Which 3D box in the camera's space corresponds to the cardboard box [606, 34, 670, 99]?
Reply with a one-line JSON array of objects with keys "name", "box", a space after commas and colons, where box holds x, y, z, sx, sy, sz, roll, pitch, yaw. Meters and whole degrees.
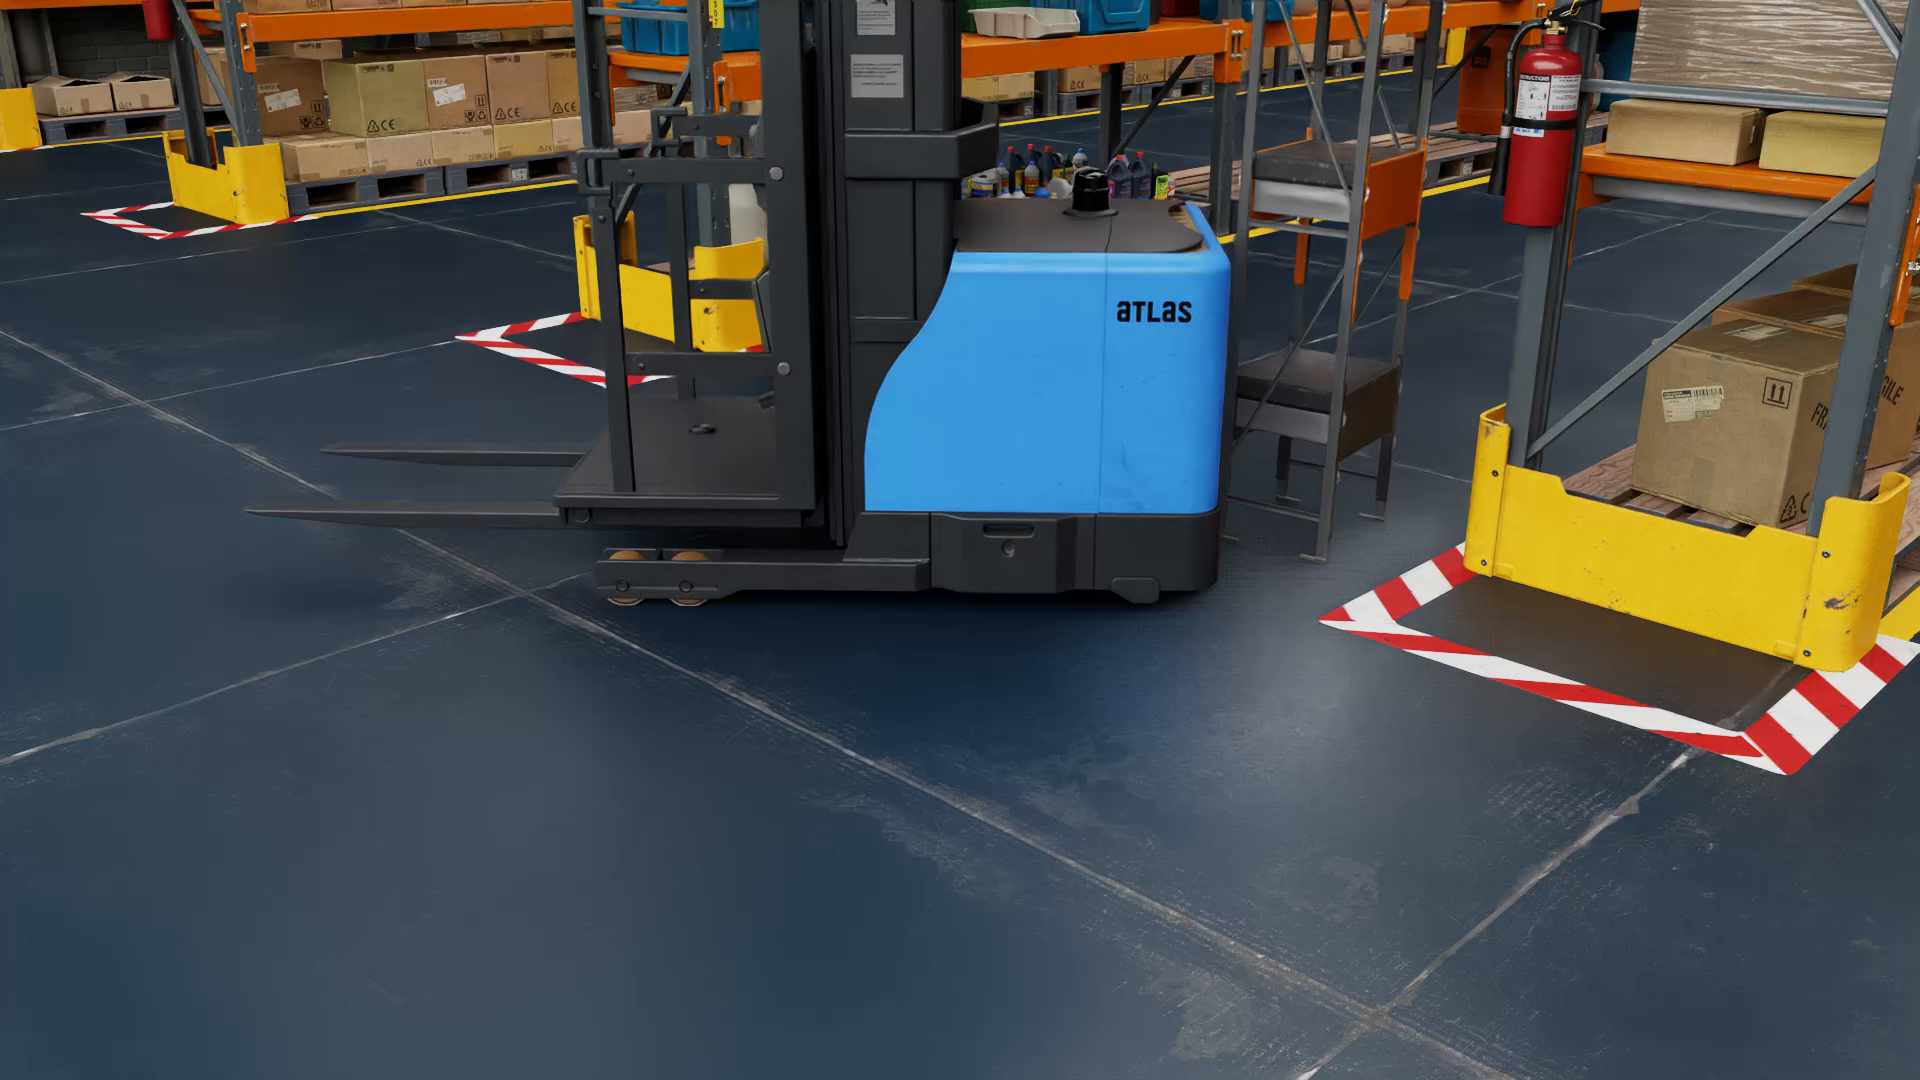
[{"name": "cardboard box", "box": [-2.772, -3.924, 13.804, 0.500, 0.500, 0.500, 19, 28, 41]}]

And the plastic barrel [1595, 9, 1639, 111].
[{"name": "plastic barrel", "box": [6.017, -4.417, 15.224, 0.600, 0.901, 0.708, 19, 28, 41]}]

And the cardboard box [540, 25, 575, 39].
[{"name": "cardboard box", "box": [-4.565, -5.439, 18.416, 0.700, 0.500, 0.500, 20, 28, 41]}]

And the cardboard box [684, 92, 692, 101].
[{"name": "cardboard box", "box": [-2.143, -3.794, 14.511, 0.500, 0.250, 0.500, 19, 28, 40]}]

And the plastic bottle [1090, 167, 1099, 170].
[{"name": "plastic bottle", "box": [0.822, -2.139, 10.141, 0.152, 0.276, 0.135, 19, 28, 41]}]

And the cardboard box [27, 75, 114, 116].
[{"name": "cardboard box", "box": [-8.019, -4.018, 14.982, 0.500, 0.311, 0.500, 15, 26, 35]}]

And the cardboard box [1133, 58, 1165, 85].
[{"name": "cardboard box", "box": [1.803, -5.078, 17.476, 0.500, 0.500, 0.500, 19, 28, 40]}]

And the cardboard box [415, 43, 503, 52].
[{"name": "cardboard box", "box": [-3.817, -3.538, 12.799, 0.500, 0.500, 0.500, 19, 28, 41]}]

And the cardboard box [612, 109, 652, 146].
[{"name": "cardboard box", "box": [-2.747, -3.315, 13.264, 0.500, 0.250, 0.500, 19, 28, 41]}]

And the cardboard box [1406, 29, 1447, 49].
[{"name": "cardboard box", "box": [5.944, -6.624, 21.498, 0.500, 0.500, 0.500, 19, 28, 41]}]

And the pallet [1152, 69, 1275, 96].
[{"name": "pallet", "box": [2.816, -5.238, 18.909, 1.003, 0.211, 1.213, 19, 28, 41]}]

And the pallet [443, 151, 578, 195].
[{"name": "pallet", "box": [-3.660, -2.891, 12.803, 1.003, 0.211, 1.213, 19, 28, 41]}]

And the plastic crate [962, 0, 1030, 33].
[{"name": "plastic crate", "box": [0.173, -3.084, 9.713, 0.450, 0.188, 0.662, 19, 28, 41]}]

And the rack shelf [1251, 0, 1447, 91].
[{"name": "rack shelf", "box": [1.186, -1.659, 5.036, 0.431, 0.518, 0.480, 15, 25, 32]}]

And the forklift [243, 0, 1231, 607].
[{"name": "forklift", "box": [-0.716, -1.353, 5.009, 3.031, 2.935, 1.130, 1, 21, 2]}]

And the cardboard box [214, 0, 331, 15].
[{"name": "cardboard box", "box": [-4.680, -3.837, 11.238, 0.700, 0.500, 0.500, 19, 28, 41]}]

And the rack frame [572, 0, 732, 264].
[{"name": "rack frame", "box": [-1.468, -2.433, 7.724, 1.000, 3.000, 0.127, 19, 28, 41]}]

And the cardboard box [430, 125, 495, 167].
[{"name": "cardboard box", "box": [-3.786, -2.926, 12.254, 0.500, 0.250, 0.500, 19, 28, 41]}]

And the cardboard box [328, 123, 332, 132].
[{"name": "cardboard box", "box": [-4.512, -2.930, 12.263, 0.500, 0.250, 0.500, 19, 28, 41]}]

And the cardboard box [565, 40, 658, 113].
[{"name": "cardboard box", "box": [-2.748, -3.665, 13.131, 0.500, 0.500, 0.500, 19, 28, 41]}]

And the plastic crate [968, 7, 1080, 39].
[{"name": "plastic crate", "box": [0.371, -2.857, 9.195, 0.530, 0.136, 0.437, 19, 28, 41]}]

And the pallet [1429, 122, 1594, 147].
[{"name": "pallet", "box": [4.633, -3.401, 14.129, 1.003, 0.211, 1.213, 19, 28, 41]}]

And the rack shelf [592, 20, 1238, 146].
[{"name": "rack shelf", "box": [-0.073, -2.611, 9.190, 1.077, 0.370, 4.000, 19, 28, 41]}]

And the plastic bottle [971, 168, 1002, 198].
[{"name": "plastic bottle", "box": [0.157, -2.103, 10.049, 0.152, 0.276, 0.135, 19, 28, 41]}]

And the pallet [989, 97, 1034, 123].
[{"name": "pallet", "box": [-0.036, -4.227, 16.277, 1.003, 0.211, 1.213, 19, 28, 41]}]

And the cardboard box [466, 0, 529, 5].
[{"name": "cardboard box", "box": [-3.602, -4.236, 12.275, 0.500, 0.500, 0.700, -19, 28, -40]}]

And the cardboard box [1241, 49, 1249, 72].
[{"name": "cardboard box", "box": [2.867, -5.473, 18.505, 0.500, 0.500, 0.500, 19, 28, 41]}]

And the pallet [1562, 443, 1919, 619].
[{"name": "pallet", "box": [2.726, -0.111, 5.570, 1.003, 0.211, 1.213, 19, 28, 41]}]

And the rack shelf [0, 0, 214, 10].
[{"name": "rack shelf", "box": [-7.171, -5.091, 15.641, 1.077, 0.370, 4.000, 19, 28, 41]}]

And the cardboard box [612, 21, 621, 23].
[{"name": "cardboard box", "box": [-3.893, -6.029, 18.904, 0.500, 0.250, 0.500, -20, 28, -41]}]

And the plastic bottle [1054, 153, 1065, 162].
[{"name": "plastic bottle", "box": [0.580, -2.333, 10.647, 0.135, 0.276, 0.152, -19, 28, -40]}]

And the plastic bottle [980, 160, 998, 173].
[{"name": "plastic bottle", "box": [0.185, -2.215, 10.328, 0.133, 0.283, 0.061, -19, 28, -40]}]

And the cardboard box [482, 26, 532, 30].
[{"name": "cardboard box", "box": [-4.970, -5.637, 17.885, 0.500, 0.250, 0.500, 19, 28, 40]}]

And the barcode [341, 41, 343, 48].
[{"name": "barcode", "box": [-6.325, -5.050, 16.957, 0.001, 0.075, 0.075, 19, 28, 41]}]

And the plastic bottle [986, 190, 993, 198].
[{"name": "plastic bottle", "box": [0.191, -1.812, 9.281, 0.133, 0.283, 0.061, -20, 28, -41]}]

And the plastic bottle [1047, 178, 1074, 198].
[{"name": "plastic bottle", "box": [0.604, -1.984, 9.740, 0.135, 0.276, 0.152, -20, 28, -41]}]

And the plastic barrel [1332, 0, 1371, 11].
[{"name": "plastic barrel", "box": [2.659, -3.904, 11.362, 0.433, 0.535, 0.433, 0, 21, 0]}]

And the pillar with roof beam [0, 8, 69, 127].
[{"name": "pillar with roof beam", "box": [-5.613, -7.032, 11.327, 9.100, 9.000, 0.400, 19, 28, 41]}]

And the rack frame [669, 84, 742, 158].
[{"name": "rack frame", "box": [-2.224, -4.702, 13.627, 1.000, 3.000, 0.127, 19, 28, 41]}]

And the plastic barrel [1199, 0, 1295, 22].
[{"name": "plastic barrel", "box": [1.809, -3.719, 10.370, 0.600, 0.901, 0.708, 19, 28, 41]}]

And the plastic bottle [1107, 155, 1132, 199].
[{"name": "plastic bottle", "box": [0.946, -2.143, 10.048, 0.144, 0.351, 0.185, 18, 27, 38]}]

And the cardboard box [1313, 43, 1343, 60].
[{"name": "cardboard box", "box": [4.401, -5.920, 20.131, 0.380, 0.166, 0.250, 19, 28, 41]}]

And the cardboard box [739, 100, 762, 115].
[{"name": "cardboard box", "box": [-1.765, -3.656, 14.153, 0.500, 0.250, 0.500, 18, 28, 39]}]

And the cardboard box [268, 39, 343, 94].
[{"name": "cardboard box", "box": [-6.471, -4.703, 16.499, 0.500, 0.500, 0.500, 17, 27, 37]}]

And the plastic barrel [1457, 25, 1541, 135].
[{"name": "plastic barrel", "box": [4.442, -3.803, 13.726, 0.600, 0.830, 0.708, 19, 28, 41]}]

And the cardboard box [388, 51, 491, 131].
[{"name": "cardboard box", "box": [-3.794, -3.279, 12.127, 0.500, 0.500, 0.500, 19, 28, 41]}]

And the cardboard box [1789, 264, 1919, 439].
[{"name": "cardboard box", "box": [3.371, -0.697, 6.107, 0.500, 0.500, 0.500, -17, 27, -37]}]

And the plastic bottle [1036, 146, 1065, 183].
[{"name": "plastic bottle", "box": [0.565, -2.290, 10.432, 0.144, 0.351, 0.185, 19, 28, 41]}]

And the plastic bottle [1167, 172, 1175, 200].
[{"name": "plastic bottle", "box": [1.292, -2.189, 10.376, 0.097, 0.201, 0.097, 0, 21, 0]}]

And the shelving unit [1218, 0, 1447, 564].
[{"name": "shelving unit", "box": [1.174, -1.018, 5.280, 0.431, 2.100, 0.503, 15, 25, 32]}]

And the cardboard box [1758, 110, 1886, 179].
[{"name": "cardboard box", "box": [2.450, -1.090, 4.579, 0.380, 0.149, 0.250, 19, 28, 41]}]

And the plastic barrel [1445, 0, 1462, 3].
[{"name": "plastic barrel", "box": [3.548, -4.224, 12.227, 0.421, 0.512, 0.421, 0, 21, 0]}]

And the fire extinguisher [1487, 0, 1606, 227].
[{"name": "fire extinguisher", "box": [1.671, -1.243, 4.736, 0.296, 0.674, 0.183, 19, 28, 41]}]

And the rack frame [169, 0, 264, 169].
[{"name": "rack frame", "box": [-5.015, -3.674, 10.952, 1.000, 3.000, 0.127, 19, 28, 41]}]

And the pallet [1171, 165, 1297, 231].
[{"name": "pallet", "box": [1.842, -2.371, 11.450, 1.003, 0.211, 1.213, 19, 28, 41]}]

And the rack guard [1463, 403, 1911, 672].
[{"name": "rack guard", "box": [2.134, -0.046, 4.998, 1.175, 0.500, 0.348, 19, 28, 41]}]

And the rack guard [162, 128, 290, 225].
[{"name": "rack guard", "box": [-5.031, -2.501, 11.384, 1.175, 0.500, 0.348, 19, 28, 41]}]

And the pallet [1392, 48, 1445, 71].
[{"name": "pallet", "box": [5.539, -6.260, 21.568, 1.003, 0.211, 1.213, 19, 28, 41]}]
